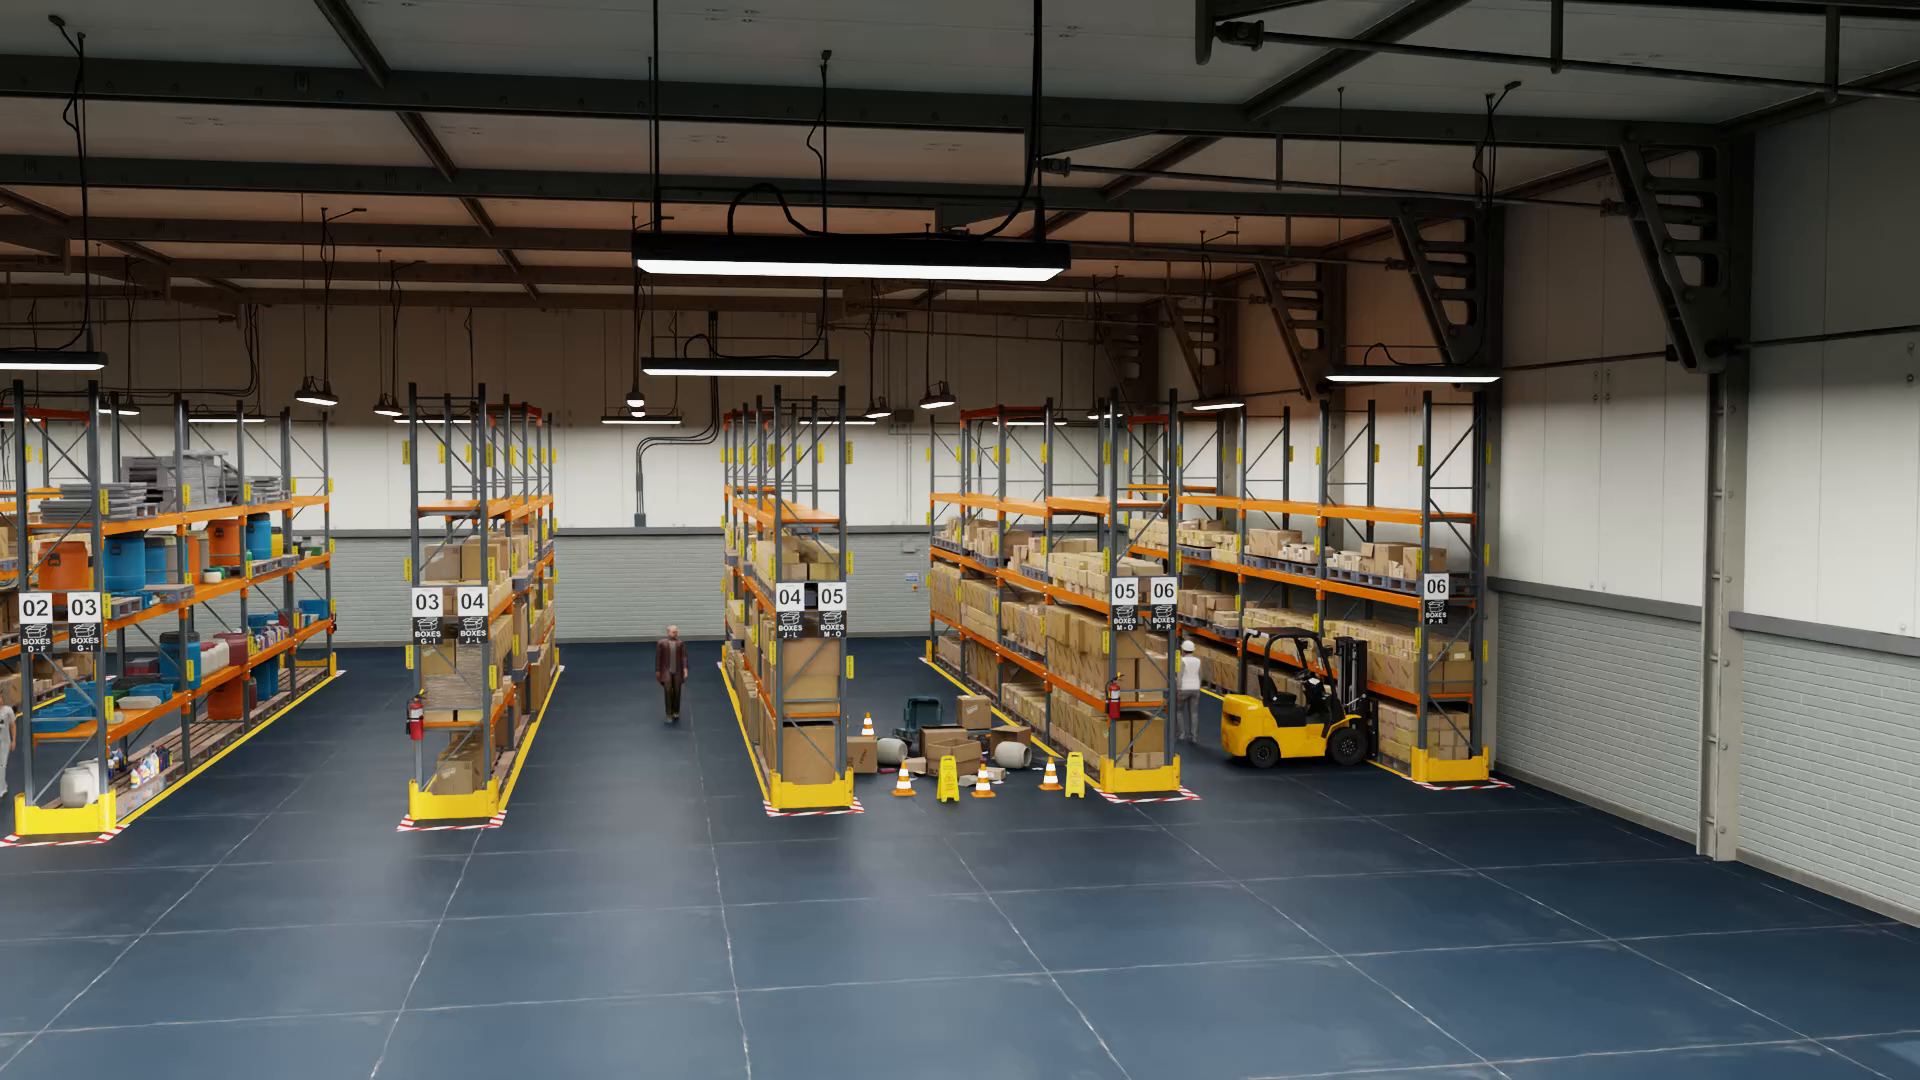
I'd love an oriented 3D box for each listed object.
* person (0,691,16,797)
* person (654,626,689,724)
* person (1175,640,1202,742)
[{"bbox_3d":[-13.939,2.956,24.062,0.436,1.616,0.961,-1,3,-19],"label":"person"},{"bbox_3d":[-5.417,2.536,31.450,0.609,1.804,0.732,-1,3,-25],"label":"person"},{"bbox_3d":[4.007,2.671,29.080,0.553,1.821,0.613,-1,3,-16],"label":"person"}]
